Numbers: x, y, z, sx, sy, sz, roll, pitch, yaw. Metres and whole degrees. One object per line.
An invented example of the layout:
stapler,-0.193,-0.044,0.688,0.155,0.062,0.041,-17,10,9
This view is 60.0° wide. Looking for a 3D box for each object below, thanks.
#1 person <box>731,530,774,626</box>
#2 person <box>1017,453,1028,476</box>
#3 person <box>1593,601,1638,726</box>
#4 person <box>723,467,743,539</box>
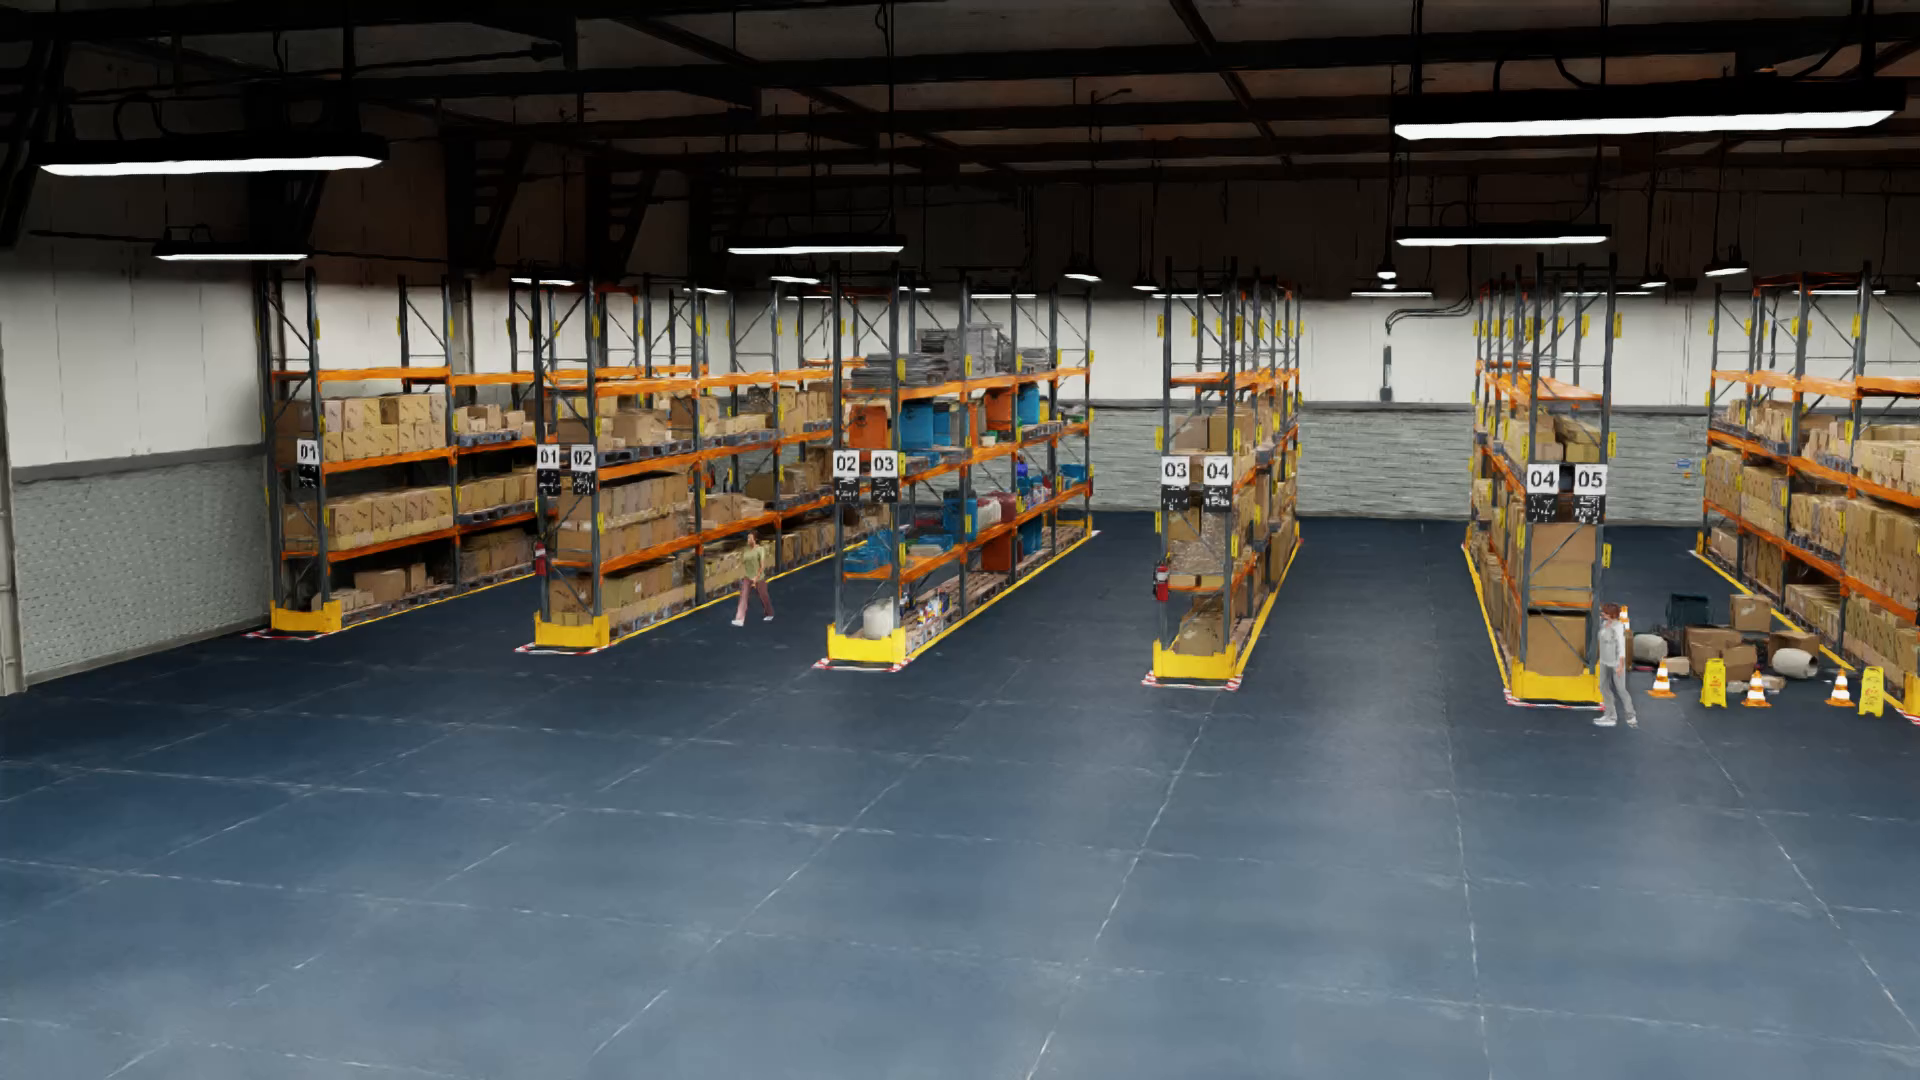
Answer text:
person,-3.482,0.631,28.129,0.444,1.605,1.018,3,8,23
person,1.637,-1.556,45.383,0.553,1.605,0.915,-2,7,-12
person,8.327,1.564,21.042,0.489,1.589,0.516,-2,7,-12
person,-5.410,-0.880,39.516,0.463,1.731,0.598,-1,7,-4
